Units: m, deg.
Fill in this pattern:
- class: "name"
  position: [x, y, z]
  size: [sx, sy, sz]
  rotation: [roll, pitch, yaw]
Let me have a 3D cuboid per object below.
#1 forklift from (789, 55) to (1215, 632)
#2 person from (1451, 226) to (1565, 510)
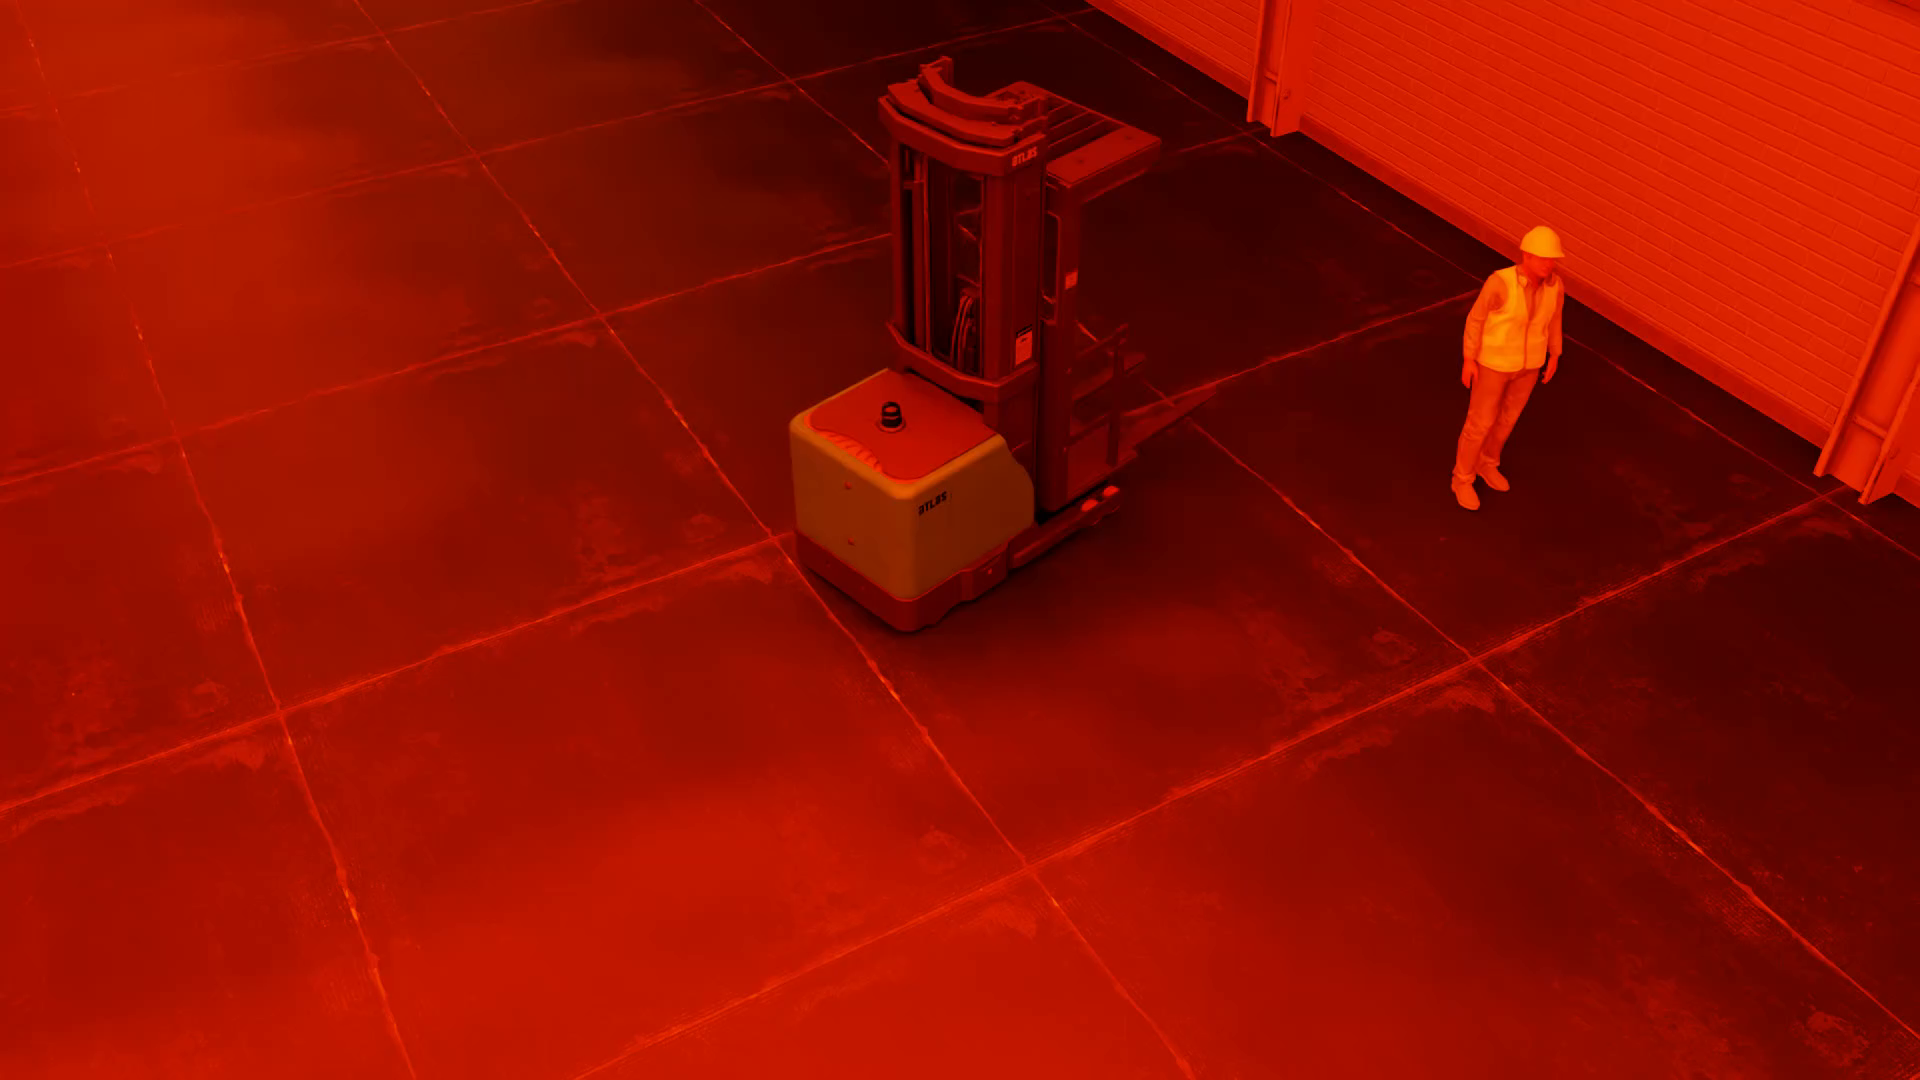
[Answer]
- class: "forklift"
  position: [0.408, -1.431, 9.761]
  size: [3.031, 2.935, 1.130]
  rotation: [-32, 49, -33]
- class: "person"
  position: [3.411, -1.061, 10.218]
  size: [0.651, 1.780, 0.562]
  rotation: [-9, 41, -11]
